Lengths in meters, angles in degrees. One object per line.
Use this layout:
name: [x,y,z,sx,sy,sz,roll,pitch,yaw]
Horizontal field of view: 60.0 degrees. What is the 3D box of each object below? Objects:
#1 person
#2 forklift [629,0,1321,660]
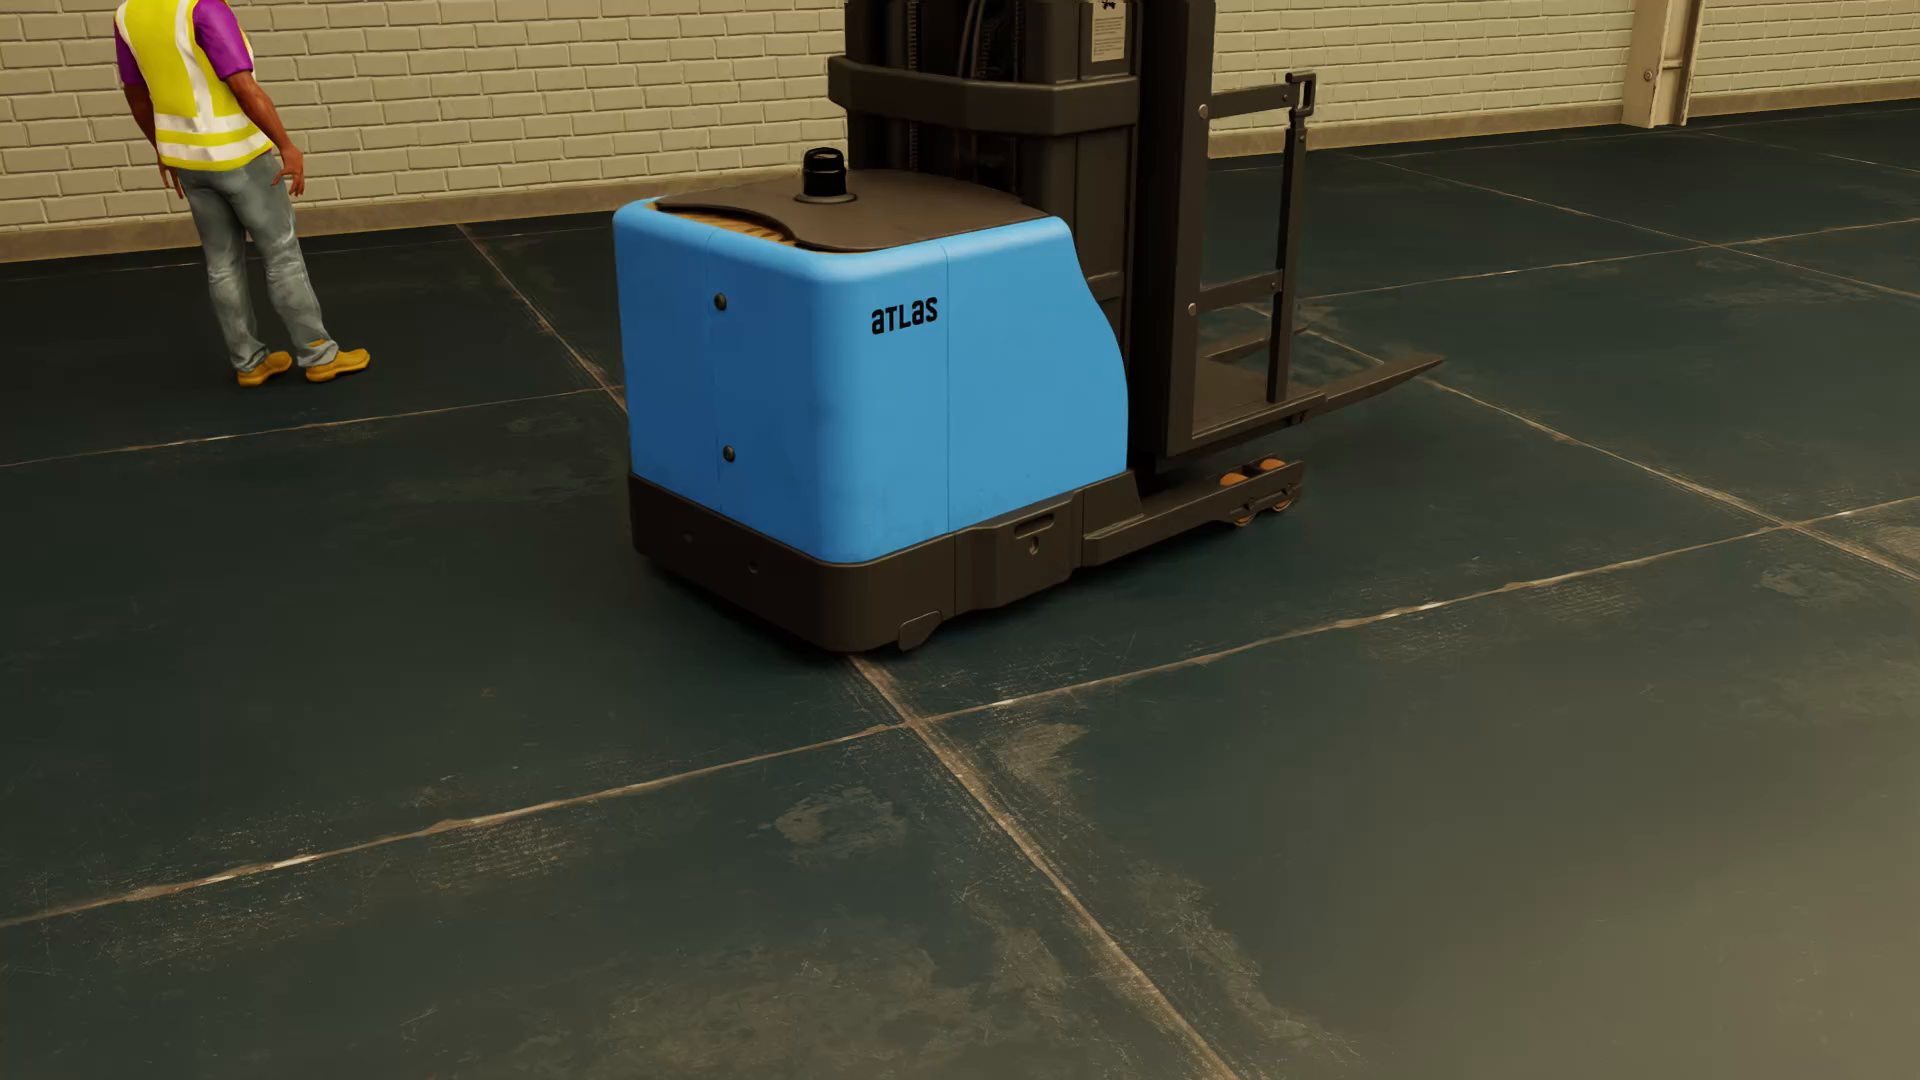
person: [-2.760,-1.476,6.342,0.672,1.767,0.578,8,24,19]
forklift: [0.334,-1.566,5.056,1.130,2.935,3.031,14,26,29]
